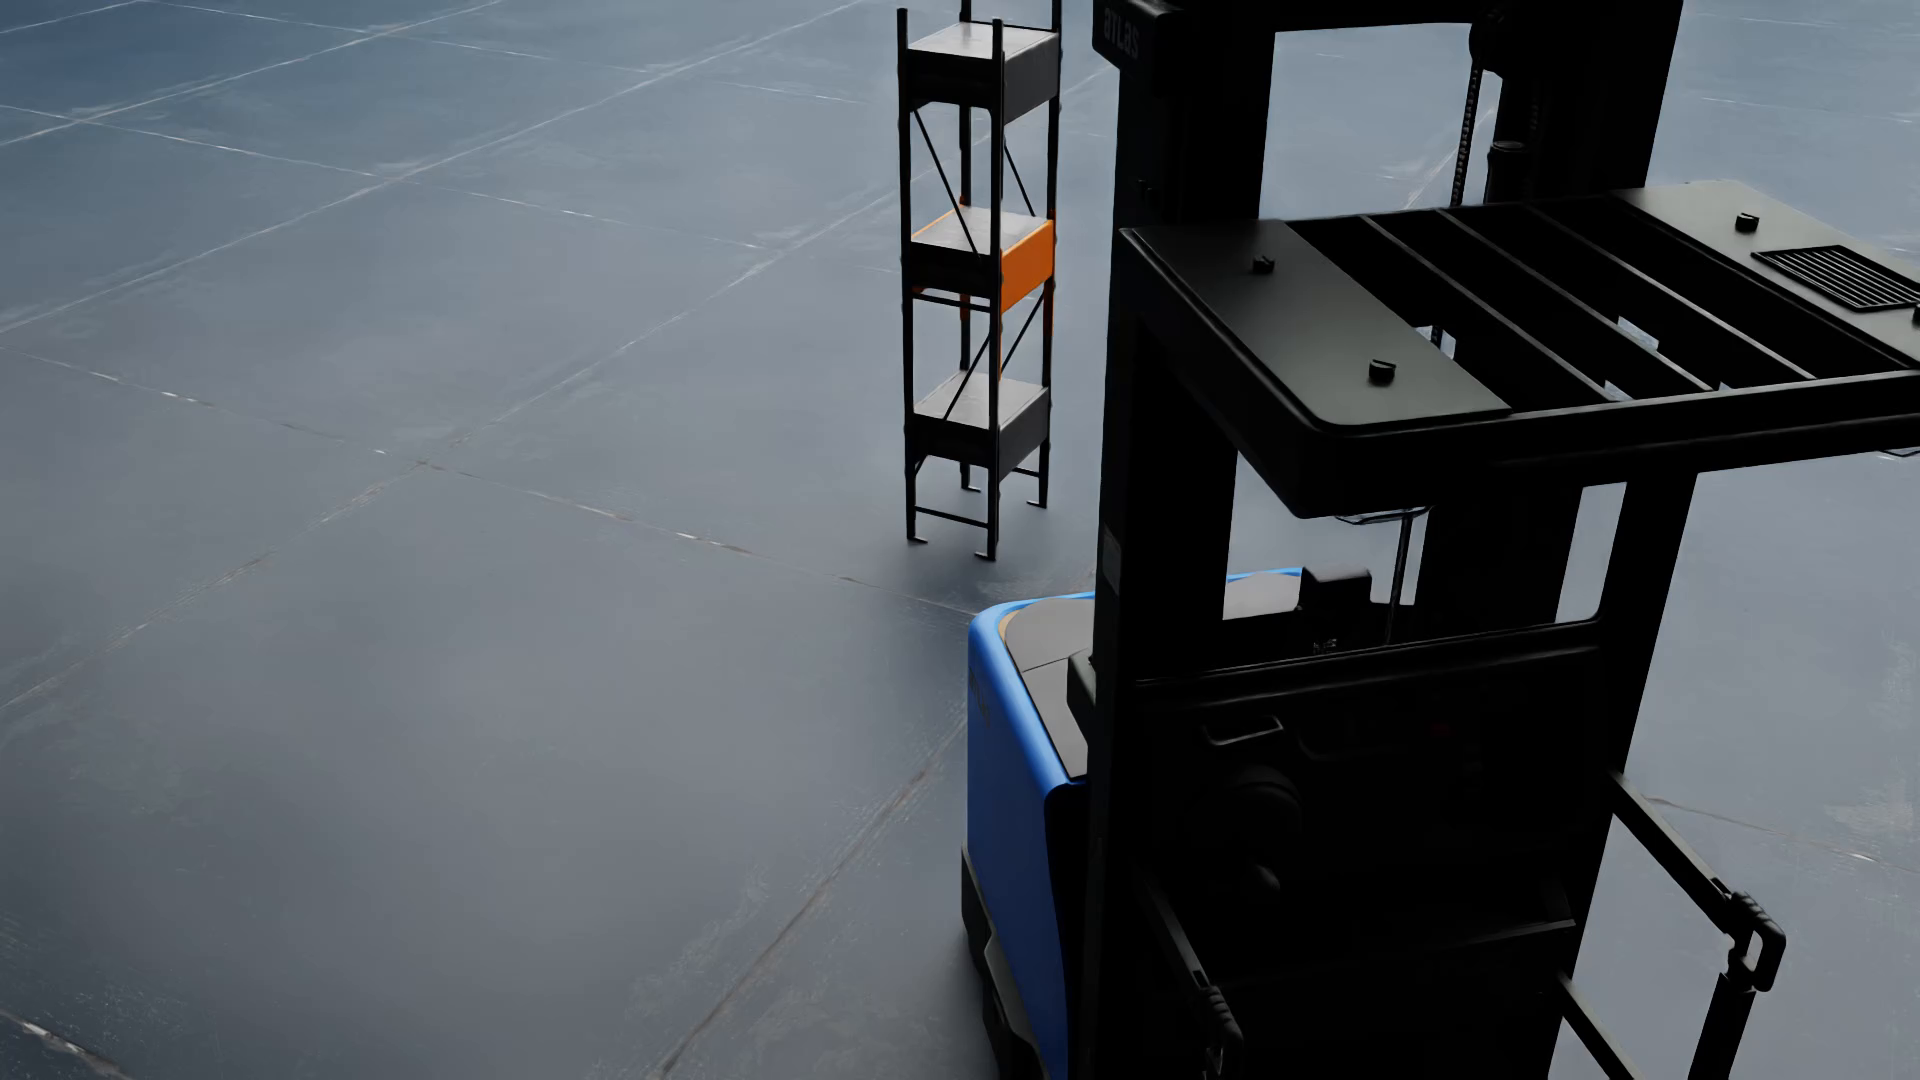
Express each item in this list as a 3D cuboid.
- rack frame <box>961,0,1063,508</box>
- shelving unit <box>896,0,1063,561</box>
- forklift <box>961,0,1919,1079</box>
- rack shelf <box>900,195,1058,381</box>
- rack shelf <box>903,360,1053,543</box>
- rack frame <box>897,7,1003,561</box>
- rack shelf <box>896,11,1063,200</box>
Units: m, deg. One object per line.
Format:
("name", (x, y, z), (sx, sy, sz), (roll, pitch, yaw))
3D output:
("rack frame", (0.187, -1.092, 6.543), (0.400, 2.100, 0.015), (14, 33, 23))
("shelving unit", (0.075, -0.984, 6.355), (0.431, 2.100, 0.503), (14, 33, 23))
("forklift", (0.845, 0.487, 2.958), (1.130, 2.935, 3.031), (-7, 31, -12))
("rack shelf", (0.075, -0.972, 6.362), (0.431, 0.518, 0.480), (14, 33, 23))
("rack shelf", (0.075, -0.365, 6.710), (0.431, 0.518, 0.480), (14, 33, 23))
("rack frame", (-0.036, -0.876, 6.167), (0.400, 2.100, 0.015), (14, 33, 23))
("rack shelf", (0.075, -1.579, 6.013), (0.431, 0.518, 0.480), (14, 33, 23))
